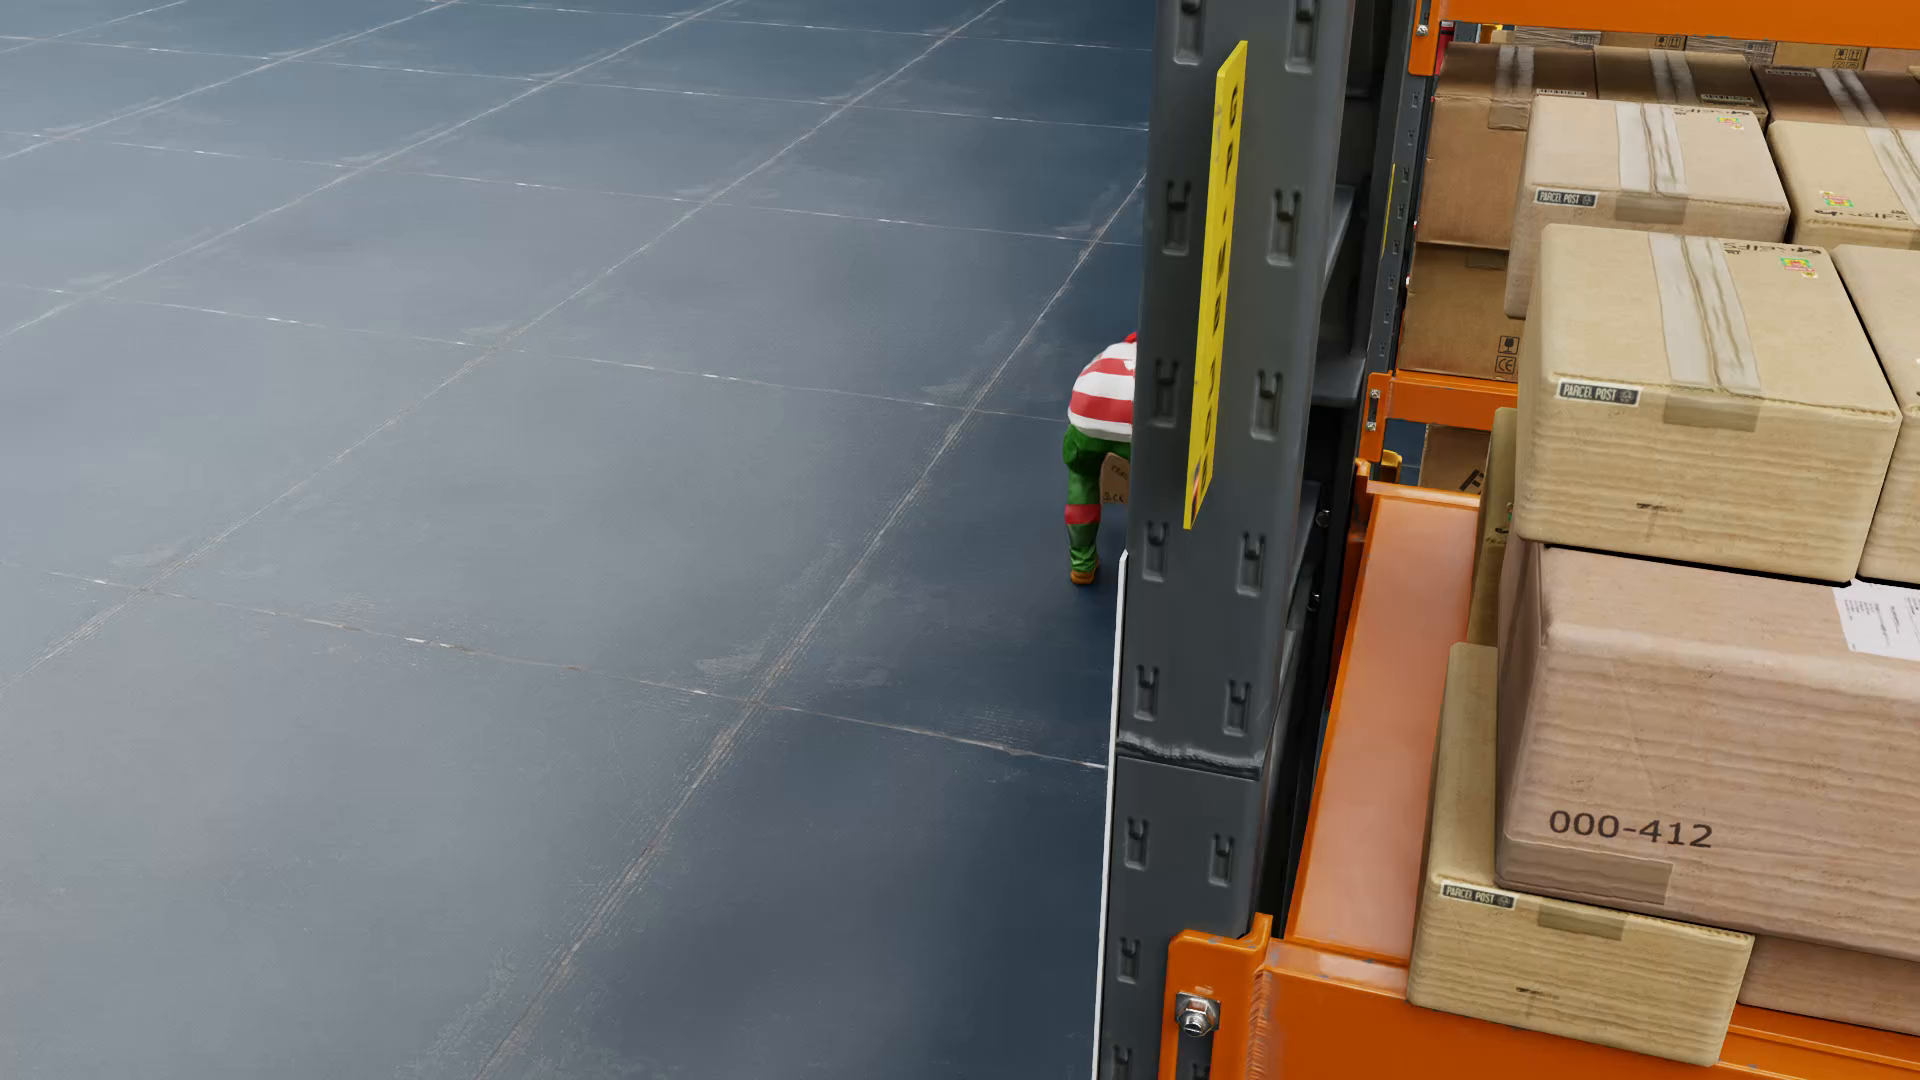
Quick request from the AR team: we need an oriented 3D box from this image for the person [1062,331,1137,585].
[{"bbox_3d":[0.747,-0.405,7.567,0.514,1.072,0.964,7,30,13],"label":"person"}]
